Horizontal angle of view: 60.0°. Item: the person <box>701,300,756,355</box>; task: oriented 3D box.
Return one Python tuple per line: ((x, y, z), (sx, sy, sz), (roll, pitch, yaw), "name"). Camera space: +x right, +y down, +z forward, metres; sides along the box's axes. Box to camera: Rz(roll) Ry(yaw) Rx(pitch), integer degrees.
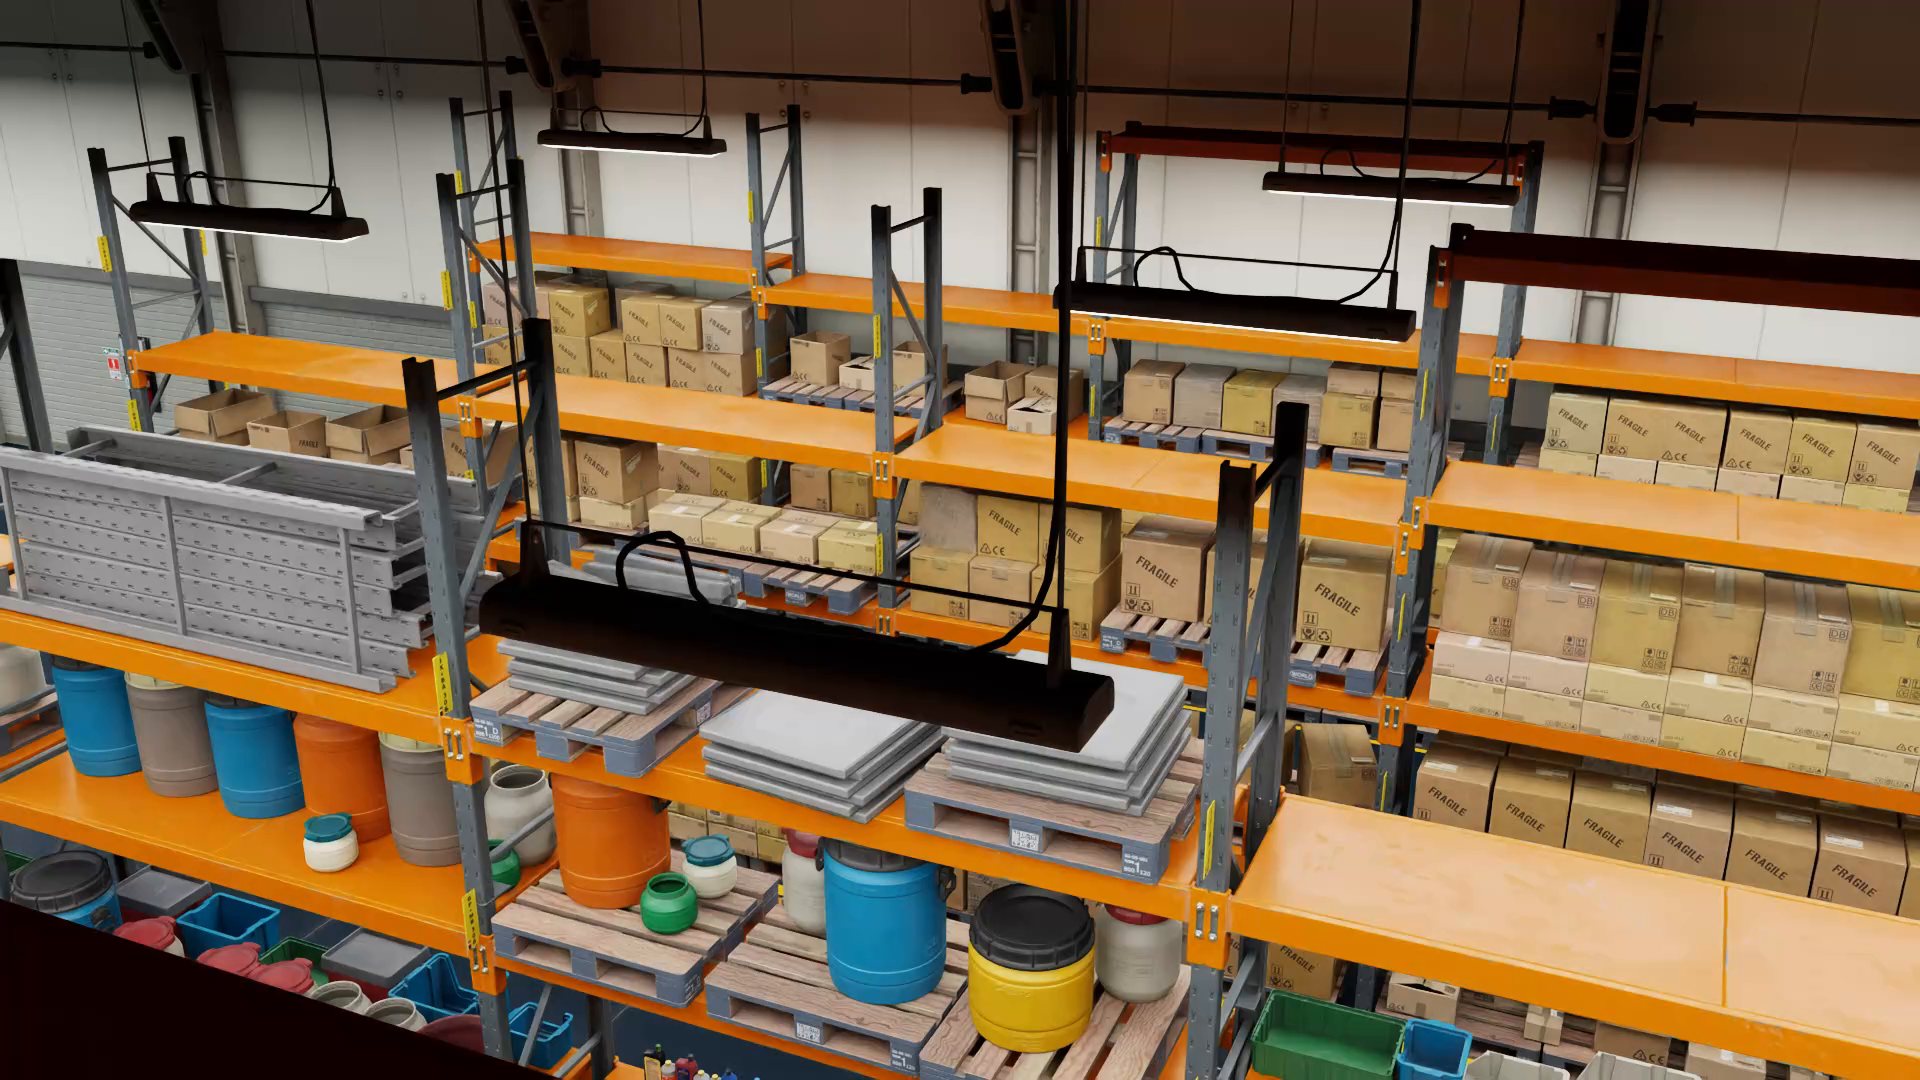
((-6.588, 1.009, 14.612), (3.044, 3.809, 13.781), (9, 23, 24), "person")
